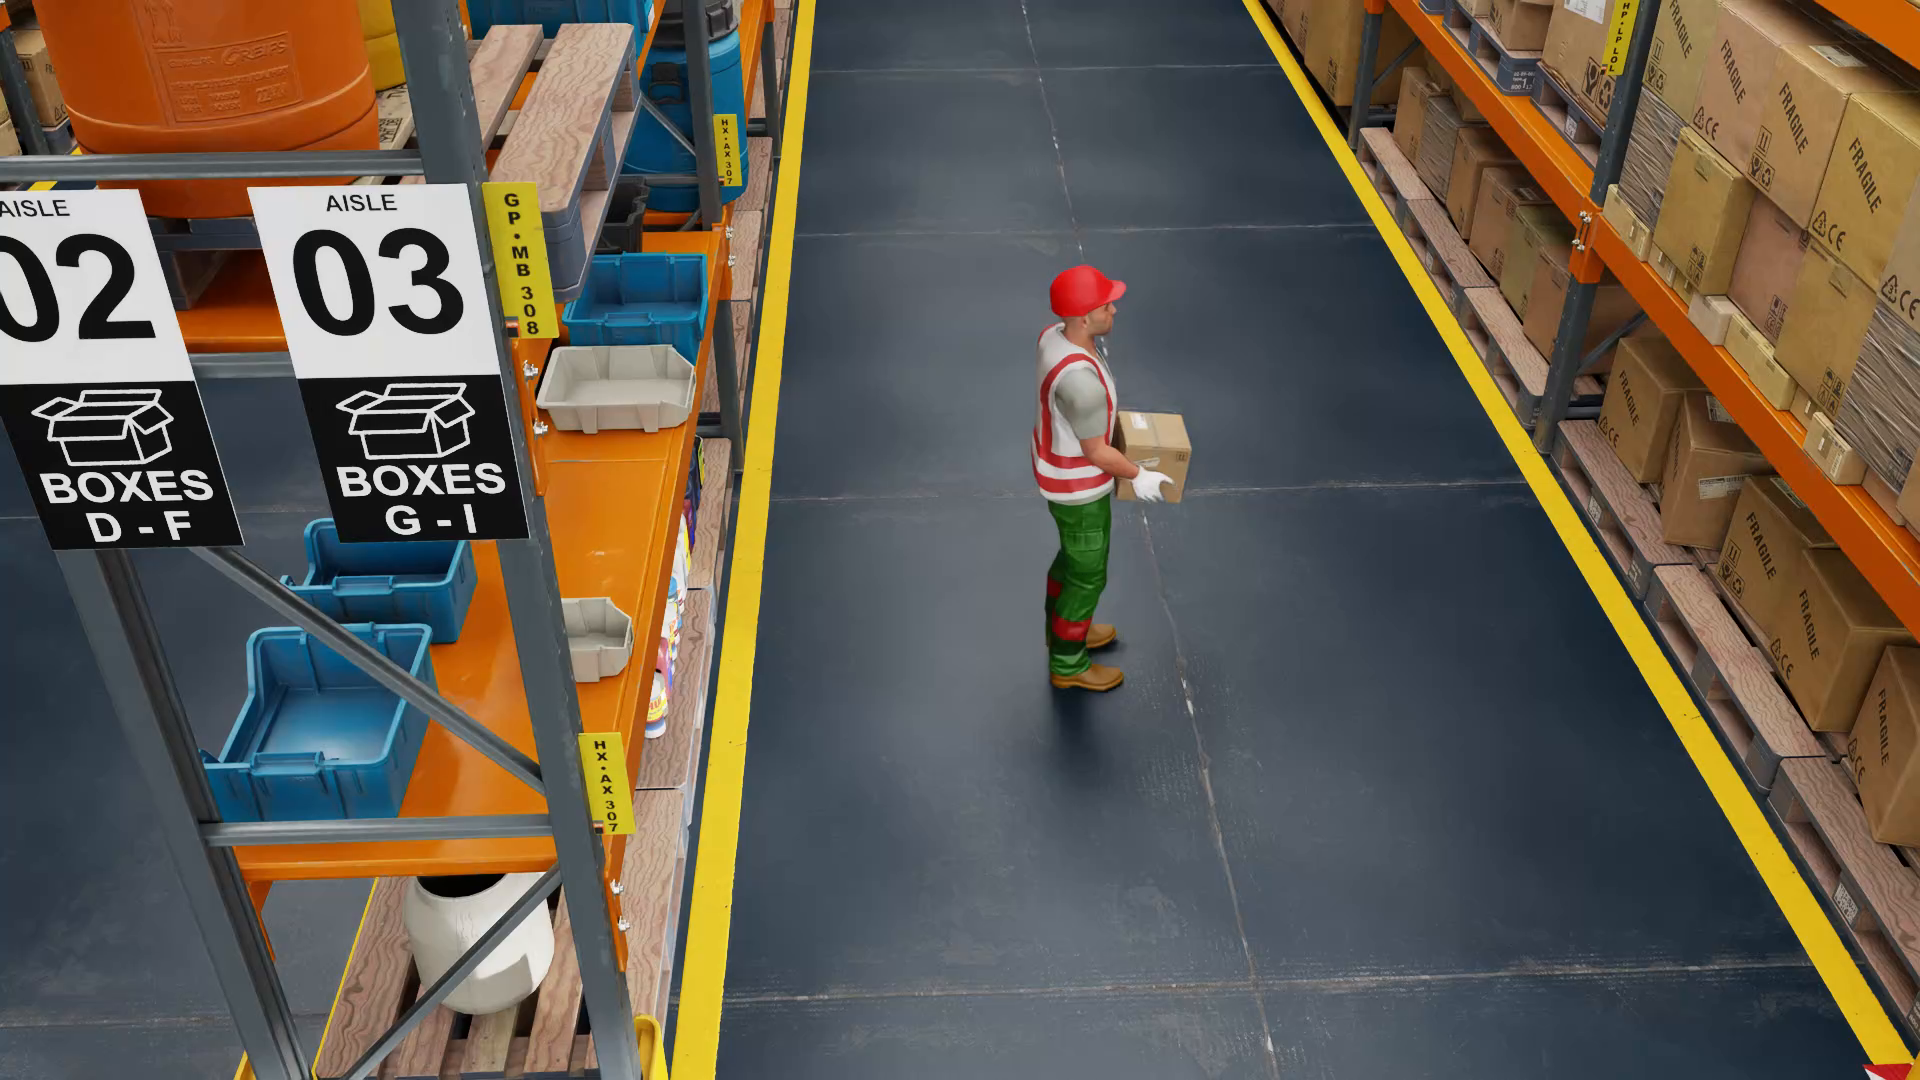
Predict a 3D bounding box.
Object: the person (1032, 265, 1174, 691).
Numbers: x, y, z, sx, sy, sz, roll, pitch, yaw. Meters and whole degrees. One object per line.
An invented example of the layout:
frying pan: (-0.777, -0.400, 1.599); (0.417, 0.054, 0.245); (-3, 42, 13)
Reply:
person: (0.544, -0.242, 6.466); (0.529, 1.794, 0.524); (-2, 35, -3)
